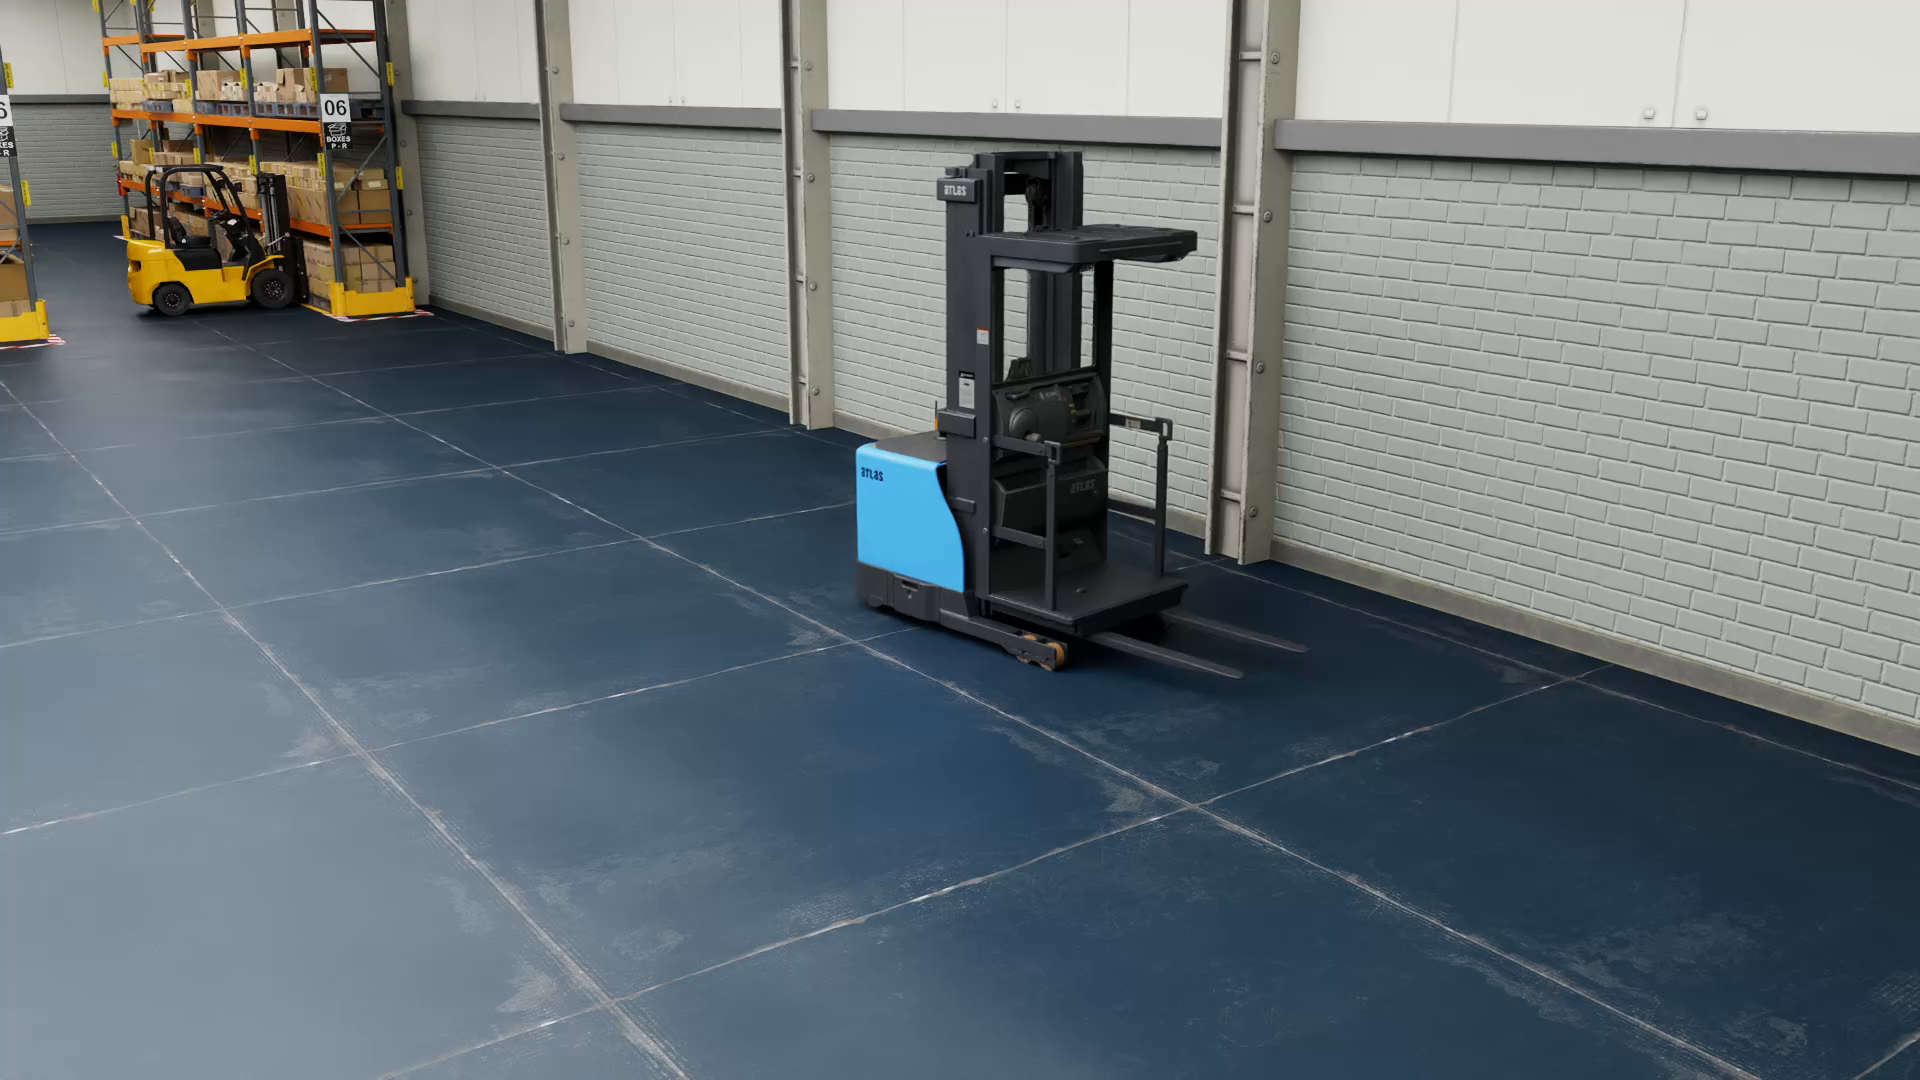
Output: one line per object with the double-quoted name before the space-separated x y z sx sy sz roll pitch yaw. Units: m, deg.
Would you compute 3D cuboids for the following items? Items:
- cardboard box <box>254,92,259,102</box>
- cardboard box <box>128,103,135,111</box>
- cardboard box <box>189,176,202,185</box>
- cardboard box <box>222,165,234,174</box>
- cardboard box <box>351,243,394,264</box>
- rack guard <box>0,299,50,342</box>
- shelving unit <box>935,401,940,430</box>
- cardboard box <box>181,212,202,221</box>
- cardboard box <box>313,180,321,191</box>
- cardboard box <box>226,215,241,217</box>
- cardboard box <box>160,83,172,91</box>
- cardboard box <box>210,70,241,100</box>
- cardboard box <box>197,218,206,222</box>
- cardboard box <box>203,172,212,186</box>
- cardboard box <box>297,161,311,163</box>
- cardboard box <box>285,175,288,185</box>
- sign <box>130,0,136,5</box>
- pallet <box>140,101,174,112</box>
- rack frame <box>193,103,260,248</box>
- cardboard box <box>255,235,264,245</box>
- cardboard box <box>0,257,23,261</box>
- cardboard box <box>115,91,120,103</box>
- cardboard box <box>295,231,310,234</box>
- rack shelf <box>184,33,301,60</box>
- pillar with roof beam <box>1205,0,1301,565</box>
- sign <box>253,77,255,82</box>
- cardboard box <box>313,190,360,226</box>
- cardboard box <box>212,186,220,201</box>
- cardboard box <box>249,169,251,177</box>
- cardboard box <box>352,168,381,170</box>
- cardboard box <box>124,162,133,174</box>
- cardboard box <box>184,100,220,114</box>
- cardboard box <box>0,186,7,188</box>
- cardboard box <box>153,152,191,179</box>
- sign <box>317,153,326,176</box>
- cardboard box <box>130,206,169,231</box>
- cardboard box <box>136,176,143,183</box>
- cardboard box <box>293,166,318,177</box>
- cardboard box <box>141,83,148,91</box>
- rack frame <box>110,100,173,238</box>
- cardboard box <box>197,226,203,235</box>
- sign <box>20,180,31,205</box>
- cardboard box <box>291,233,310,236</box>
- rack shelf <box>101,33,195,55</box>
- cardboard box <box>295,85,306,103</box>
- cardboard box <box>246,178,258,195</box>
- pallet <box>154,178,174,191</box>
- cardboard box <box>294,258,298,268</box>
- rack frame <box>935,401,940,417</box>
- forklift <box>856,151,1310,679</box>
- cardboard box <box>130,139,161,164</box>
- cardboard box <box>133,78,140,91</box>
"cardboard box" -11.202 -7.176 26.920 0.380 0.149 0.250 -10 18 -33
"cardboard box" -17.303 -9.131 35.050 0.380 0.149 0.250 -10 18 -33
"cardboard box" -14.269 -6.758 31.268 0.380 0.149 0.250 -10 18 -34
"cardboard box" -12.855 -6.570 29.479 0.380 0.149 0.250 -10 18 -33
"cardboard box" -8.998 -4.379 25.411 0.500 0.250 0.500 -11 19 -35
"rack guard" -12.926 -2.927 22.325 1.175 0.500 0.348 -11 19 -35
"shelving unit" -0.031 -0.518 12.479 0.215 1.050 0.252 -11 19 -35
"cardboard box" -15.254 -6.427 33.086 0.380 0.149 0.250 -11 19 -35
"cardboard box" -9.473 -5.330 24.949 0.380 0.149 0.250 -11 18 -34
"cardboard box" -14.057 -6.240 32.403 0.380 0.149 0.250 -12 19 -37
"cardboard box" -15.150 -8.719 31.995 0.380 0.149 0.250 -11 19 -34
"cardboard box" -12.745 -7.932 29.020 0.500 0.500 0.500 -10 18 -33
"cardboard box" -14.372 -6.089 31.851 0.380 0.149 0.250 -12 19 -36
"cardboard box" -13.529 -6.629 30.450 0.500 0.250 0.500 -11 19 -35
"cardboard box" -10.788 -6.226 27.658 0.380 0.149 0.250 -11 19 -34
"cardboard box" -10.516 -5.717 26.363 0.380 0.149 0.250 -12 19 -36
"sign" -16.374 -10.753 32.897 0.100 0.325 0.005 -11 19 -35
"pallet" -15.597 -8.656 33.196 1.213 0.211 1.003 -11 19 -35
"rack frame" -13.572 -6.596 30.995 1.000 3.000 0.127 -11 19 -35
"cardboard box" -11.536 -4.909 28.533 0.875 0.625 0.625 -10 18 -32
"cardboard box" -13.457 -3.686 23.354 0.500 0.500 0.500 -12 19 -37
"cardboard box" -17.920 -9.580 35.935 0.500 0.250 0.500 -10 18 -33
"cardboard box" -10.774 -5.026 27.775 0.500 0.250 0.500 -10 18 -33
"rack shelf" -12.396 -8.523 28.790 1.077 0.370 4.000 -11 19 -35
"pillar with roof beam" -1.447 -3.558 8.531 9.100 9.000 0.400 -11 19 -35
"sign" -13.118 -8.415 30.829 0.100 0.325 0.005 -11 19 -35
"cardboard box" -9.370 -5.001 24.975 0.500 0.500 0.500 -11 19 -36
"cardboard box" -13.217 -6.283 30.135 0.500 0.250 0.500 -11 19 -36
"cardboard box" -11.868 -6.255 28.328 0.380 0.149 0.250 -11 19 -35
"cardboard box" -8.999 -5.564 25.241 0.380 0.149 0.250 -10 18 -33
"cardboard box" -17.930 -8.129 36.317 0.500 0.250 0.500 -11 19 -34
"cardboard box" -14.070 -8.043 30.882 0.500 0.250 0.500 -12 19 -36
"cardboard box" -13.543 -4.671 23.209 0.500 0.500 0.500 -11 19 -36
"cardboard box" -15.820 -7.563 33.543 0.700 0.500 0.500 -10 18 -33
"sign" -9.315 -5.480 24.272 0.100 0.325 0.005 -11 19 -35
"cardboard box" -17.993 -7.158 36.980 0.797 0.503 0.637 -12 19 -37
"cardboard box" -17.416 -7.735 35.630 0.380 0.149 0.250 -10 18 -33
"cardboard box" -10.081 -5.693 25.714 0.380 0.149 0.250 -10 18 -33
"cardboard box" -16.103 -9.039 33.163 0.380 0.149 0.250 -10 18 -33
"rack frame" -18.276 -8.305 37.236 1.000 3.000 0.127 -11 19 -35
"cardboard box" -14.280 -5.759 31.874 0.500 0.500 0.500 -11 19 -35
"sign" -12.442 -4.619 22.129 0.100 0.325 0.005 -11 19 -35
"cardboard box" -10.897 -4.838 27.090 0.500 0.250 0.500 -11 19 -34
"rack shelf" -17.100 -10.423 34.979 1.077 0.370 4.000 -11 19 -35
"cardboard box" -9.750 -6.705 24.979 0.396 0.266 0.258 -11 19 -34
"cardboard box" -11.716 -5.976 28.066 0.500 0.250 0.500 -11 19 -36
"pallet" -15.542 -7.170 33.456 1.003 0.211 1.213 -11 19 -35
"cardboard box" -10.305 -4.384 26.378 0.500 0.250 0.500 -11 19 -35
"rack frame" -0.103 -0.544 12.574 0.200 1.050 0.008 -11 19 -35
"forklift" 0.700 -0.799 9.943 1.130 2.935 3.031 -14 21 -42
"cardboard box" -17.345 -8.279 35.441 0.500 0.500 0.500 -10 18 -33
"cardboard box" -16.721 -9.387 34.282 0.500 0.250 0.500 -11 19 -35
